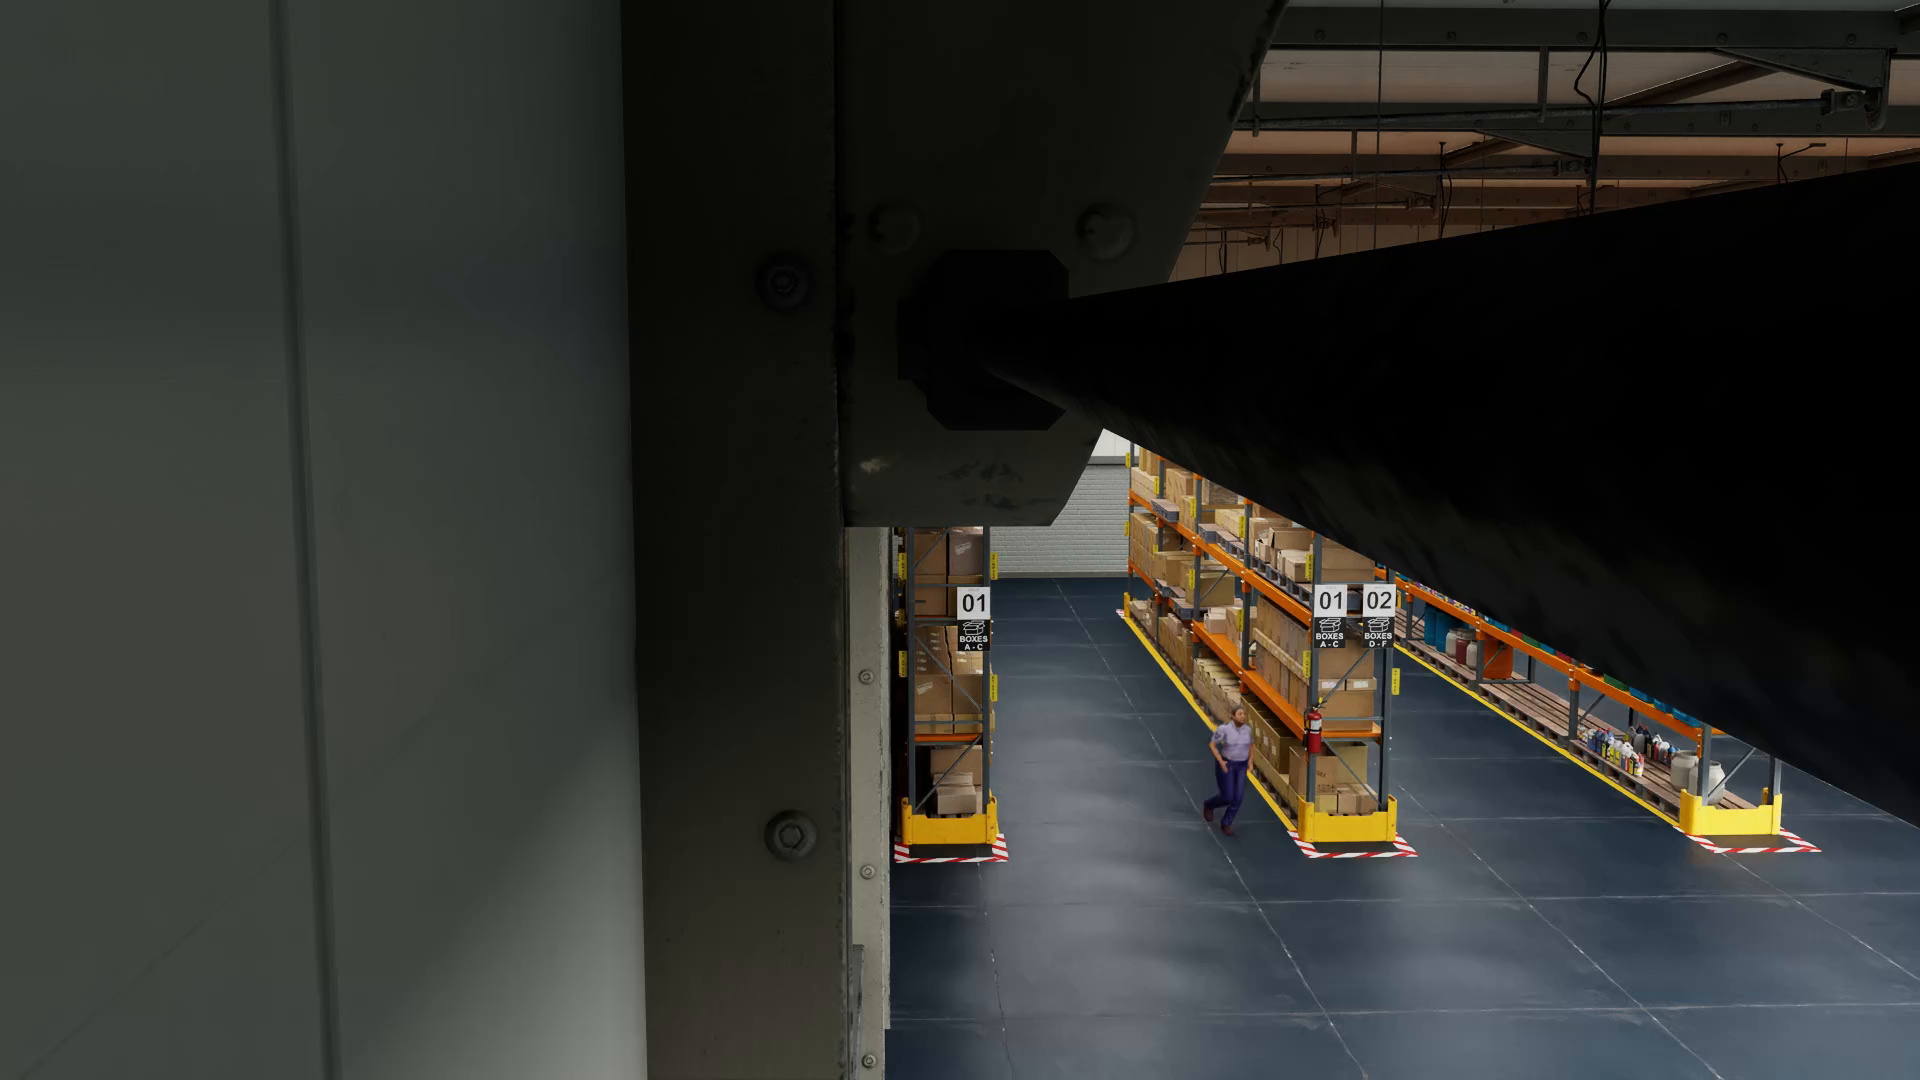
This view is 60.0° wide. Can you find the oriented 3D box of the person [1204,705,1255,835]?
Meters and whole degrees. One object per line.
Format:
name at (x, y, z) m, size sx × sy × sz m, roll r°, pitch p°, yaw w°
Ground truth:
person at (3.445, 2.865, 20.964) m, size 0.621 × 1.594 × 0.570 m, roll -3°, pitch 8°, yaw -21°
